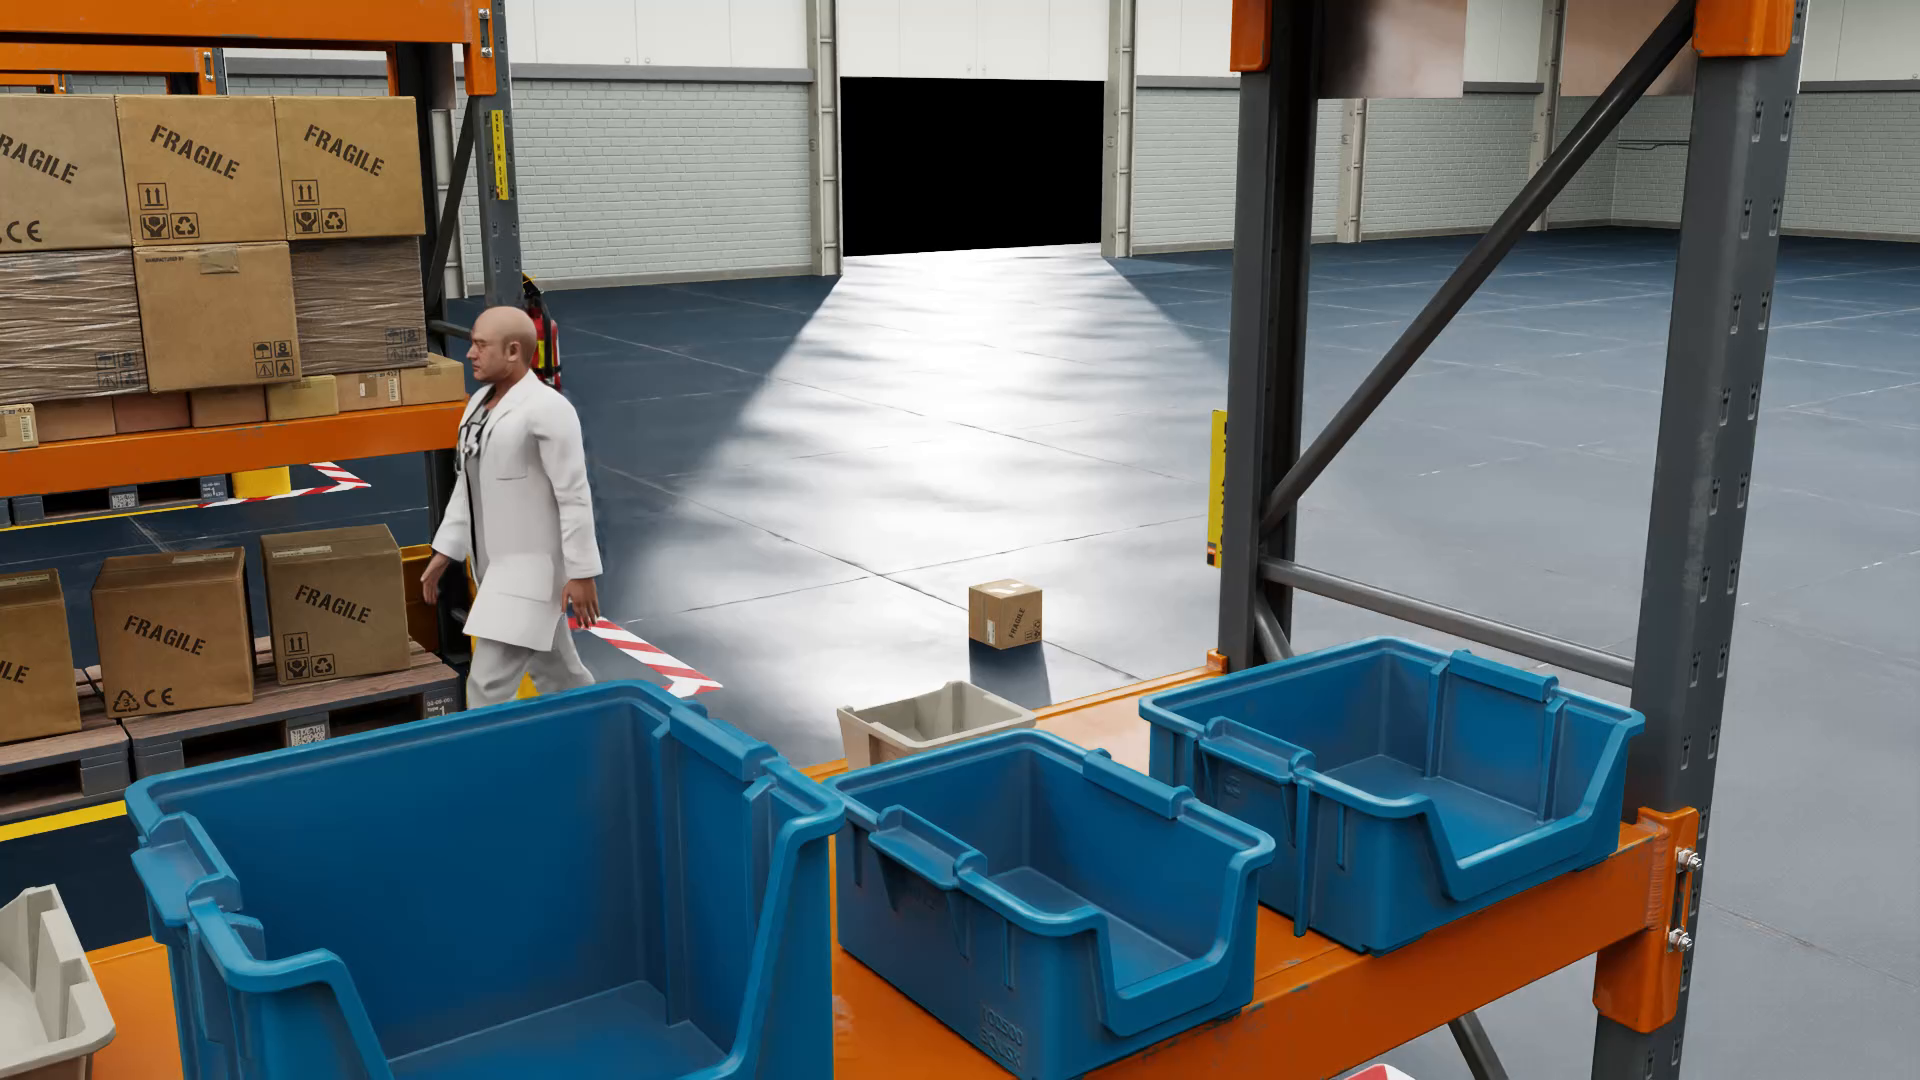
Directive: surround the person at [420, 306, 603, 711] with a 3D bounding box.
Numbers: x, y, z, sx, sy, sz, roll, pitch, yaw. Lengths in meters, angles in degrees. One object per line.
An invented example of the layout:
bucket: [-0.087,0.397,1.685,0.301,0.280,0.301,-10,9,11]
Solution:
person: [-1.530,0.130,5.551,0.902,1.806,0.620,-11,18,-38]
